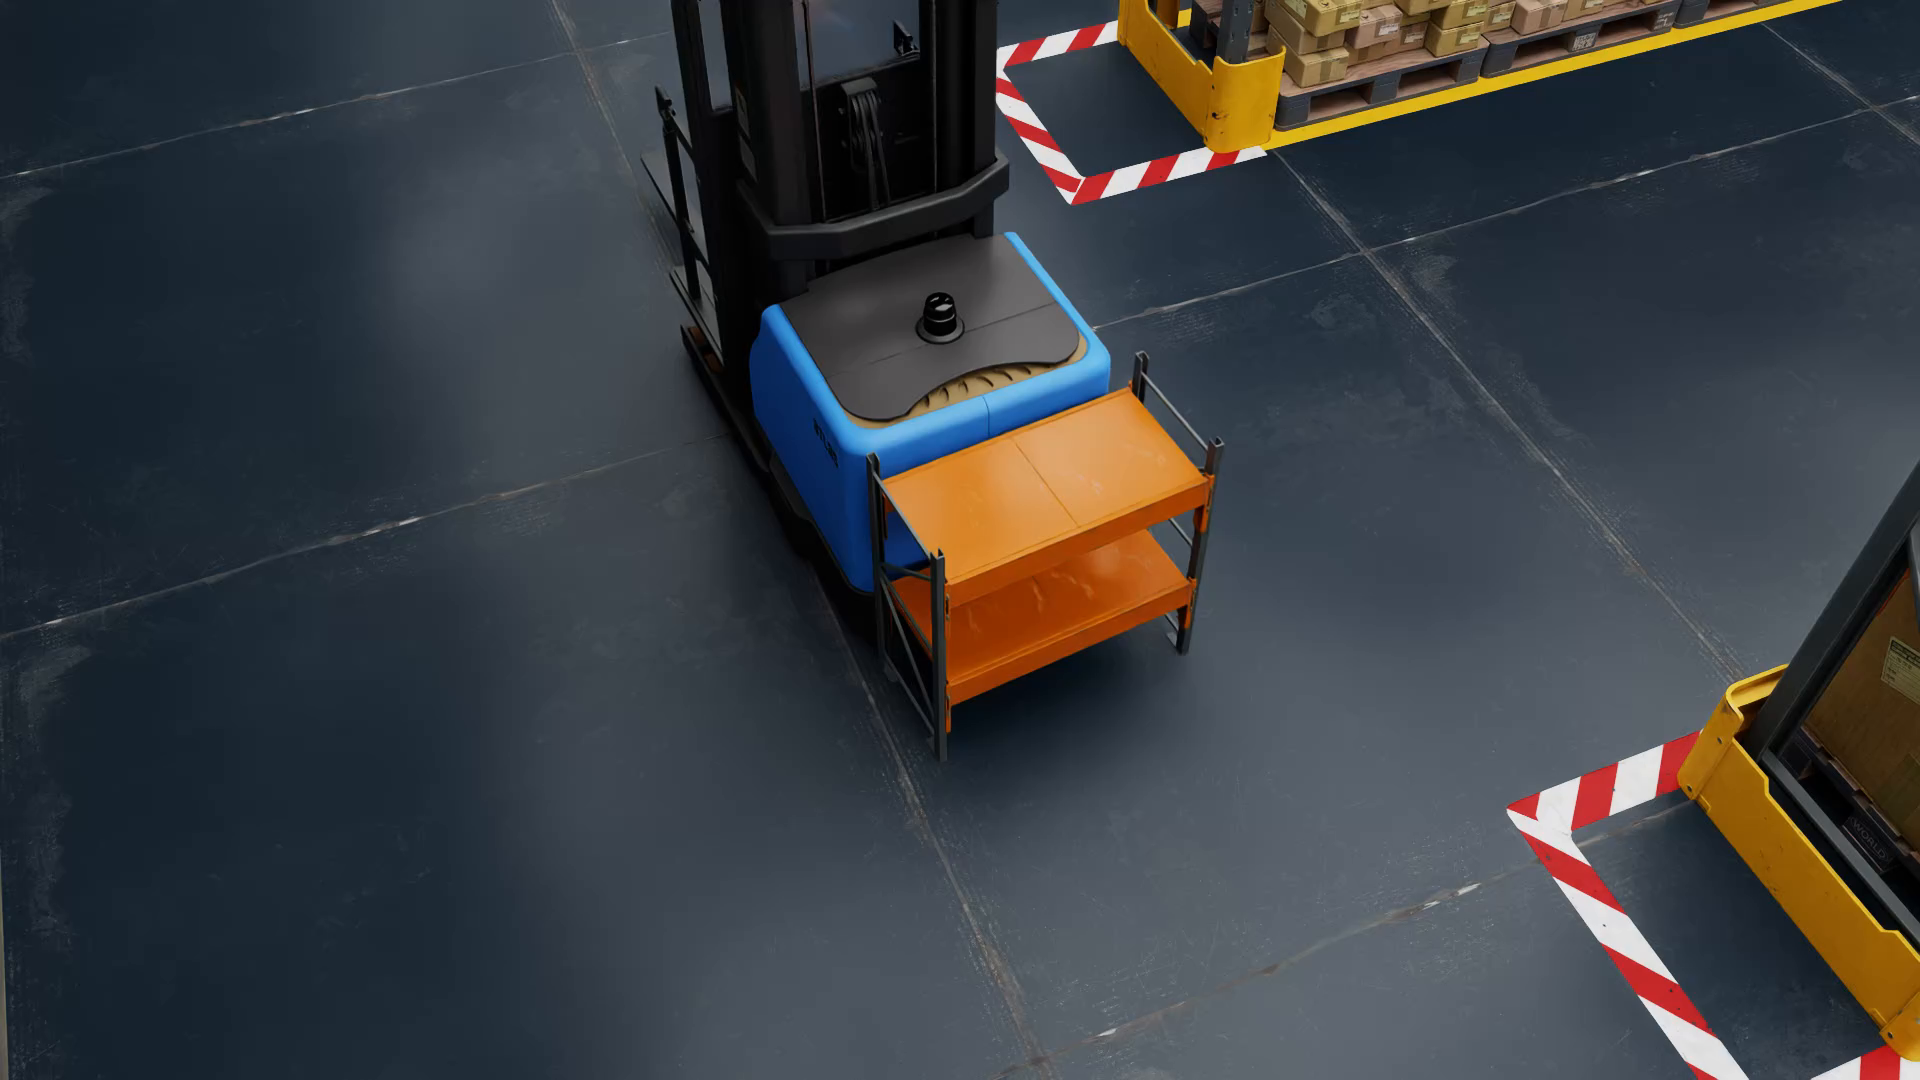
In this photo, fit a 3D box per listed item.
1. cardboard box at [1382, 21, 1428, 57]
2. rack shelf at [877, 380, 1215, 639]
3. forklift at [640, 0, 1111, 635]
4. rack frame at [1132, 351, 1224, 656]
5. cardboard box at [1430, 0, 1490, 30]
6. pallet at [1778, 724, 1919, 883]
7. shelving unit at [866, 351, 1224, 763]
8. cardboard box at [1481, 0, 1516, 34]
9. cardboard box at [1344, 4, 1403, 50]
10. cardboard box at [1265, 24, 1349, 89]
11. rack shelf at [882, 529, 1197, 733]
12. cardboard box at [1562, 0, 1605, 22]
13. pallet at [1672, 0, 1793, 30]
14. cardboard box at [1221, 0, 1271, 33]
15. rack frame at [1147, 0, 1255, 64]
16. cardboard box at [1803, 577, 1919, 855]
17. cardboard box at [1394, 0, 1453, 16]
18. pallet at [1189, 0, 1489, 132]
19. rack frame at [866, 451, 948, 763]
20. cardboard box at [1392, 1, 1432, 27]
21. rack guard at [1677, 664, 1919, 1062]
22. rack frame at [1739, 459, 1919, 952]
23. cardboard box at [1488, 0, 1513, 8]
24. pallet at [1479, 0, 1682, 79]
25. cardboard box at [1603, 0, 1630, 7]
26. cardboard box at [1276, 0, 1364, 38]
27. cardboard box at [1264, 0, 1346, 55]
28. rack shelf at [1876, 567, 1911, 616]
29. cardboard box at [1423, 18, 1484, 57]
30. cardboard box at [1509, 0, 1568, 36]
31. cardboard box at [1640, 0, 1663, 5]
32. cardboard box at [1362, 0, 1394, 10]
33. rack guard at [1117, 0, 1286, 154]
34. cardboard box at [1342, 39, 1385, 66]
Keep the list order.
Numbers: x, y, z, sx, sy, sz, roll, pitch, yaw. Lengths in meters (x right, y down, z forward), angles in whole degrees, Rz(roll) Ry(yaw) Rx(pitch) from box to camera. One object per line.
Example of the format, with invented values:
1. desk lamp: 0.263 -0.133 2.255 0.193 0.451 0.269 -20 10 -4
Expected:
1. cardboard box: 2.173 -2.654 8.495 0.250 0.149 0.380 -17 51 -14
2. rack shelf: 0.276 -0.117 5.564 1.000 0.278 0.538 -22 53 -18
3. forklift: -0.554 -1.732 6.146 1.130 2.935 3.031 -20 52 -16
4. rack frame: 0.726 -0.106 5.940 0.032 1.125 0.500 -22 53 -18
5. cardboard box: 2.457 -2.756 8.386 0.250 0.149 0.380 -16 51 -13
6. pallet: 3.621 0.825 5.744 1.213 0.211 1.003 -17 52 -14
7. shelving unit: 0.276 0.074 5.786 1.048 1.125 0.538 -22 53 -18
8. cardboard box: 2.651 -2.791 8.612 0.250 0.149 0.380 -17 51 -14
9. cardboard box: 1.985 -2.626 8.275 0.250 0.149 0.380 -17 52 -14
10. cardboard box: 1.734 -2.446 8.316 0.250 0.149 0.380 -16 51 -14
11. rack shelf: 0.276 0.233 5.971 1.000 0.278 0.538 -22 53 -18
12. cardboard box: 3.161 -2.899 8.705 0.250 0.149 0.380 -17 52 -14
13. pallet: 4.223 -3.334 9.314 1.213 0.211 1.003 -17 52 -14
14. cardboard box: 1.537 -2.818 8.636 0.250 0.149 0.380 -16 51 -14
15. rack frame: 1.128 -3.312 7.458 0.127 3.000 1.000 -17 52 -14
16. cardboard box: 3.472 0.516 5.294 0.875 0.875 0.875 -17 52 -14
17. cardboard box: 2.233 -2.771 8.204 0.250 0.149 0.380 -17 52 -14
18. pallet: 1.964 -2.634 8.713 1.213 0.211 1.003 -17 52 -14
19. rack frame: -0.174 0.253 5.632 0.032 1.125 0.500 -22 53 -18
20. cardboard box: 2.179 -2.758 8.389 0.250 0.149 0.380 -17 51 -14
21. rack guard: 2.888 1.022 5.384 0.348 0.500 1.175 -17 52 -14
22. rack frame: 2.910 0.200 4.441 0.127 3.000 1.000 -17 52 -14
23. cardboard box: 2.667 -2.899 8.509 0.250 0.149 0.380 -19 52 -16
24. pallet: 3.092 -2.981 9.011 1.213 0.211 1.003 -17 52 -14
25. cardboard box: 3.372 -2.991 8.785 0.250 0.149 0.380 -16 51 -14
26. cardboard box: 1.742 -2.626 8.079 0.250 0.149 0.380 -19 52 -16
27. cardboard box: 1.711 -2.587 8.242 0.250 0.149 0.380 -15 51 -13
28. rack shelf: 4.762 -0.139 5.207 4.000 0.370 1.077 -17 52 -14
29. cardboard box: 2.451 -2.651 8.492 0.250 0.149 0.380 -17 51 -14
30. cardboard box: 2.915 -2.801 8.621 0.250 0.149 0.380 -20 52 -16
31. cardboard box: 3.639 -3.019 8.808 0.250 0.149 0.380 -17 52 -14
32. cardboard box: 1.952 -2.789 8.219 0.250 0.149 0.380 -16 51 -14
33. rack guard: 1.199 -2.520 8.425 0.348 0.500 1.175 -17 52 -14
34. cardboard box: 1.946 -2.578 8.430 0.250 0.149 0.380 -17 52 -14
